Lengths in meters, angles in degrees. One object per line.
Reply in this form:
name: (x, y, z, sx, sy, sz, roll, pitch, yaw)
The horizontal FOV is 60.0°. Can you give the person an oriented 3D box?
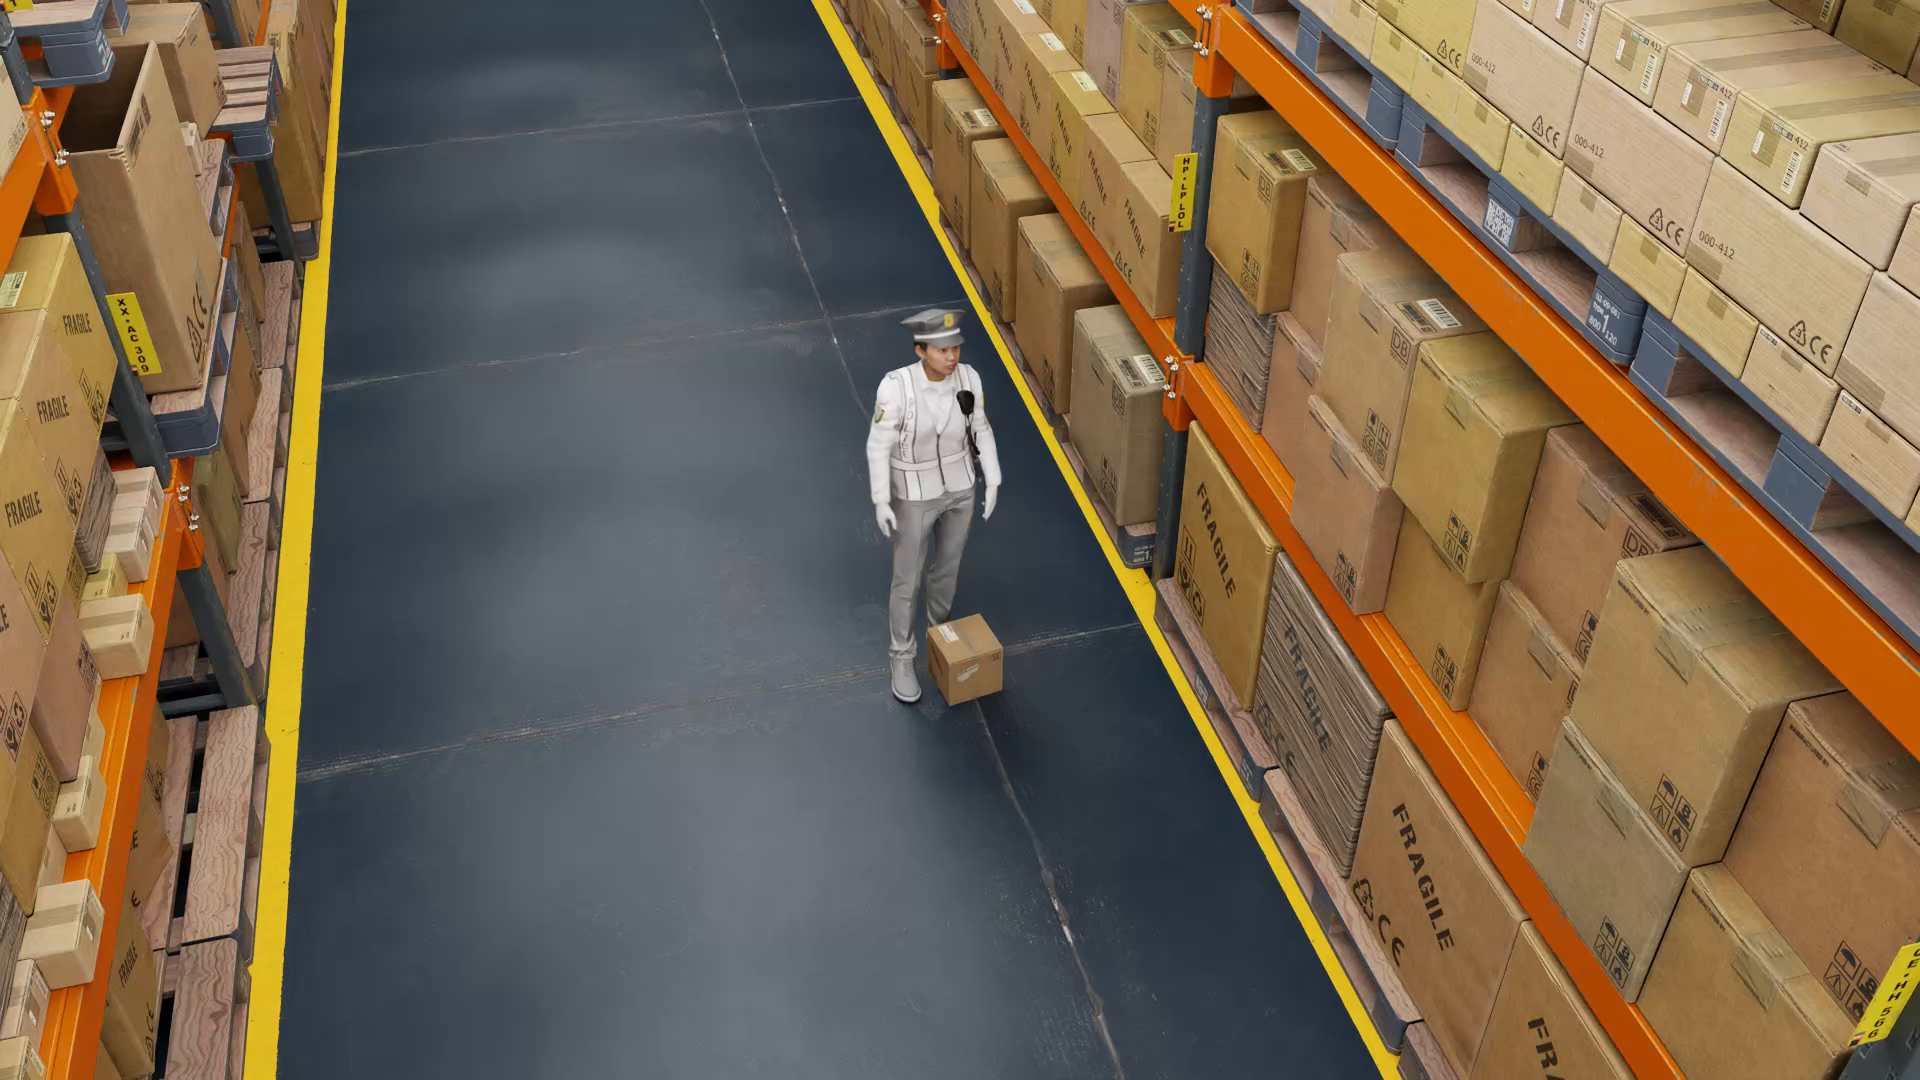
person: (-0.084, -0.167, 6.883, 0.584, 1.695, 0.533, -14, 41, -17)
